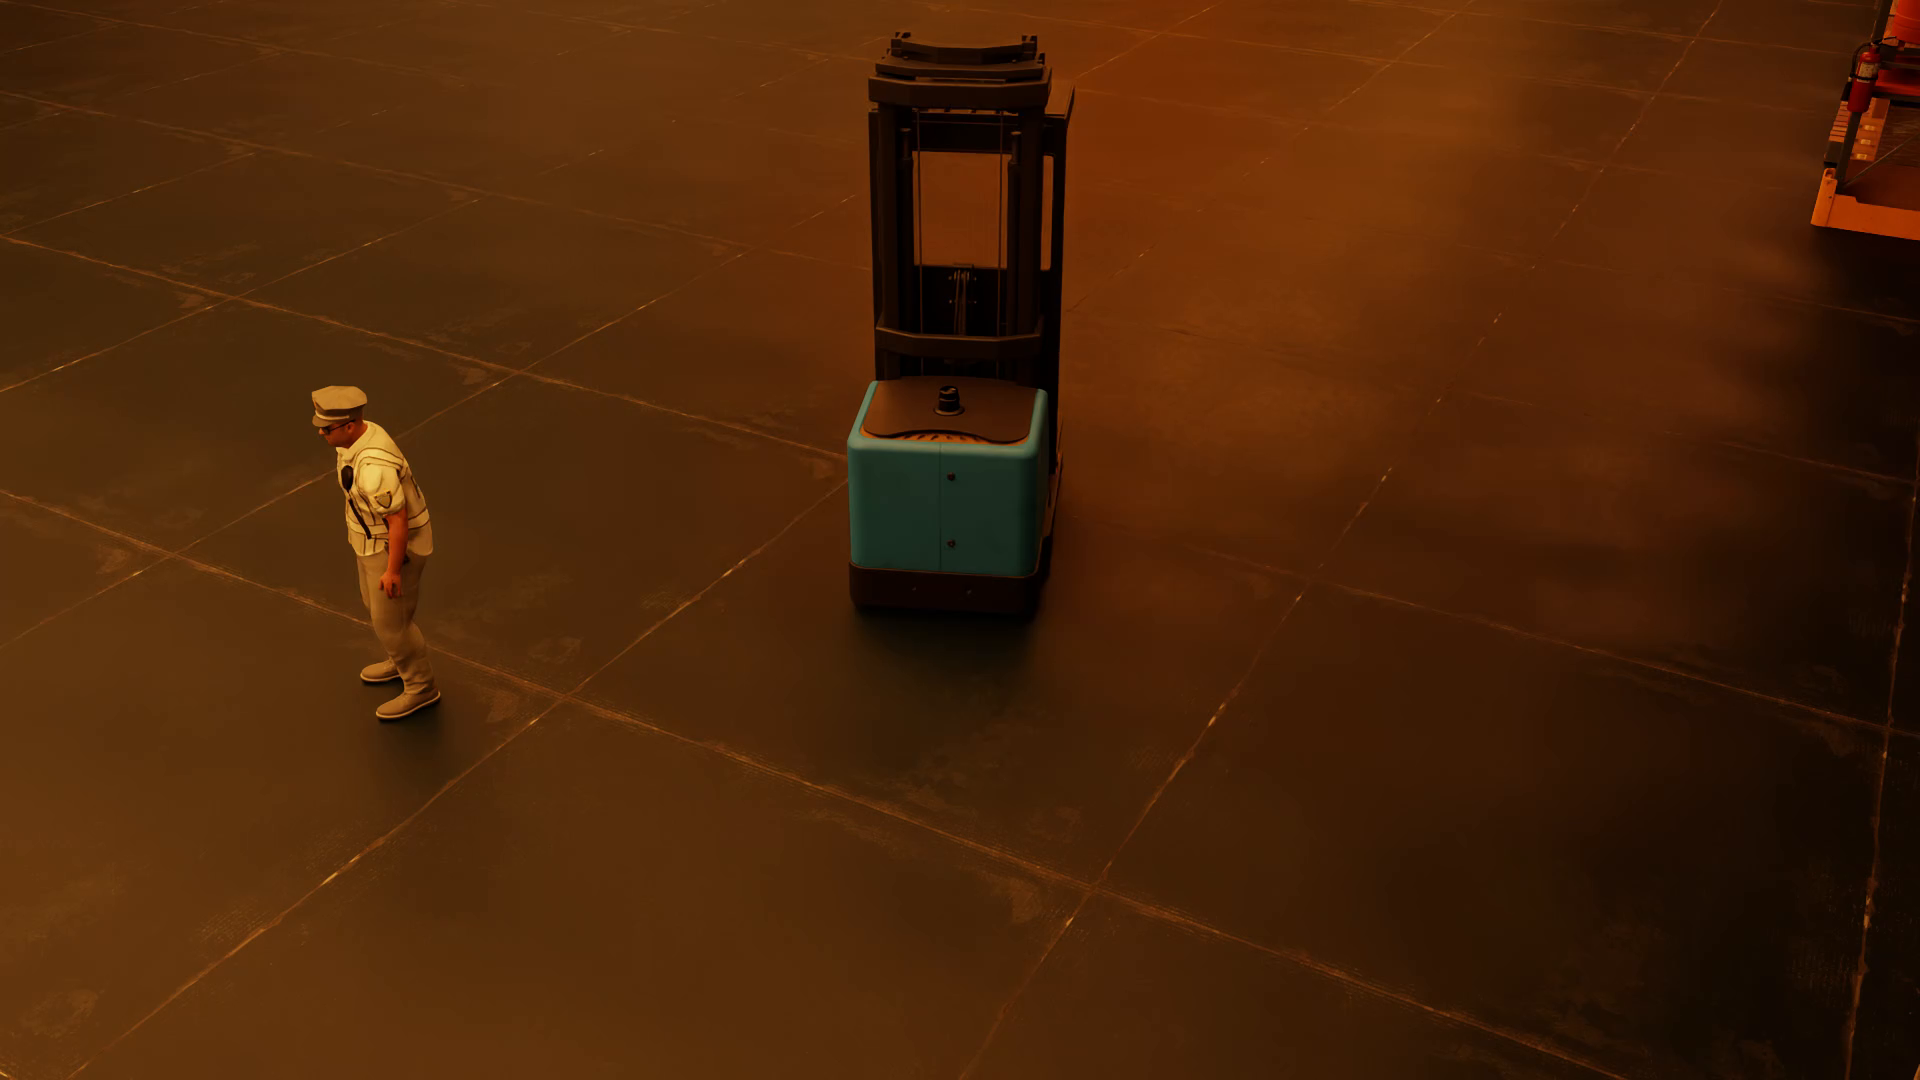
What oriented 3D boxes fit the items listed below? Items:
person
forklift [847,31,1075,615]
[{"bbox_3d":[-2.835,0.035,8.195,0.443,1.745,0.600,-17,34,-26],"label":"person"},{"bbox_3d":[0.072,-1.572,9.794,1.130,2.935,3.031,3,30,6],"label":"forklift"}]
